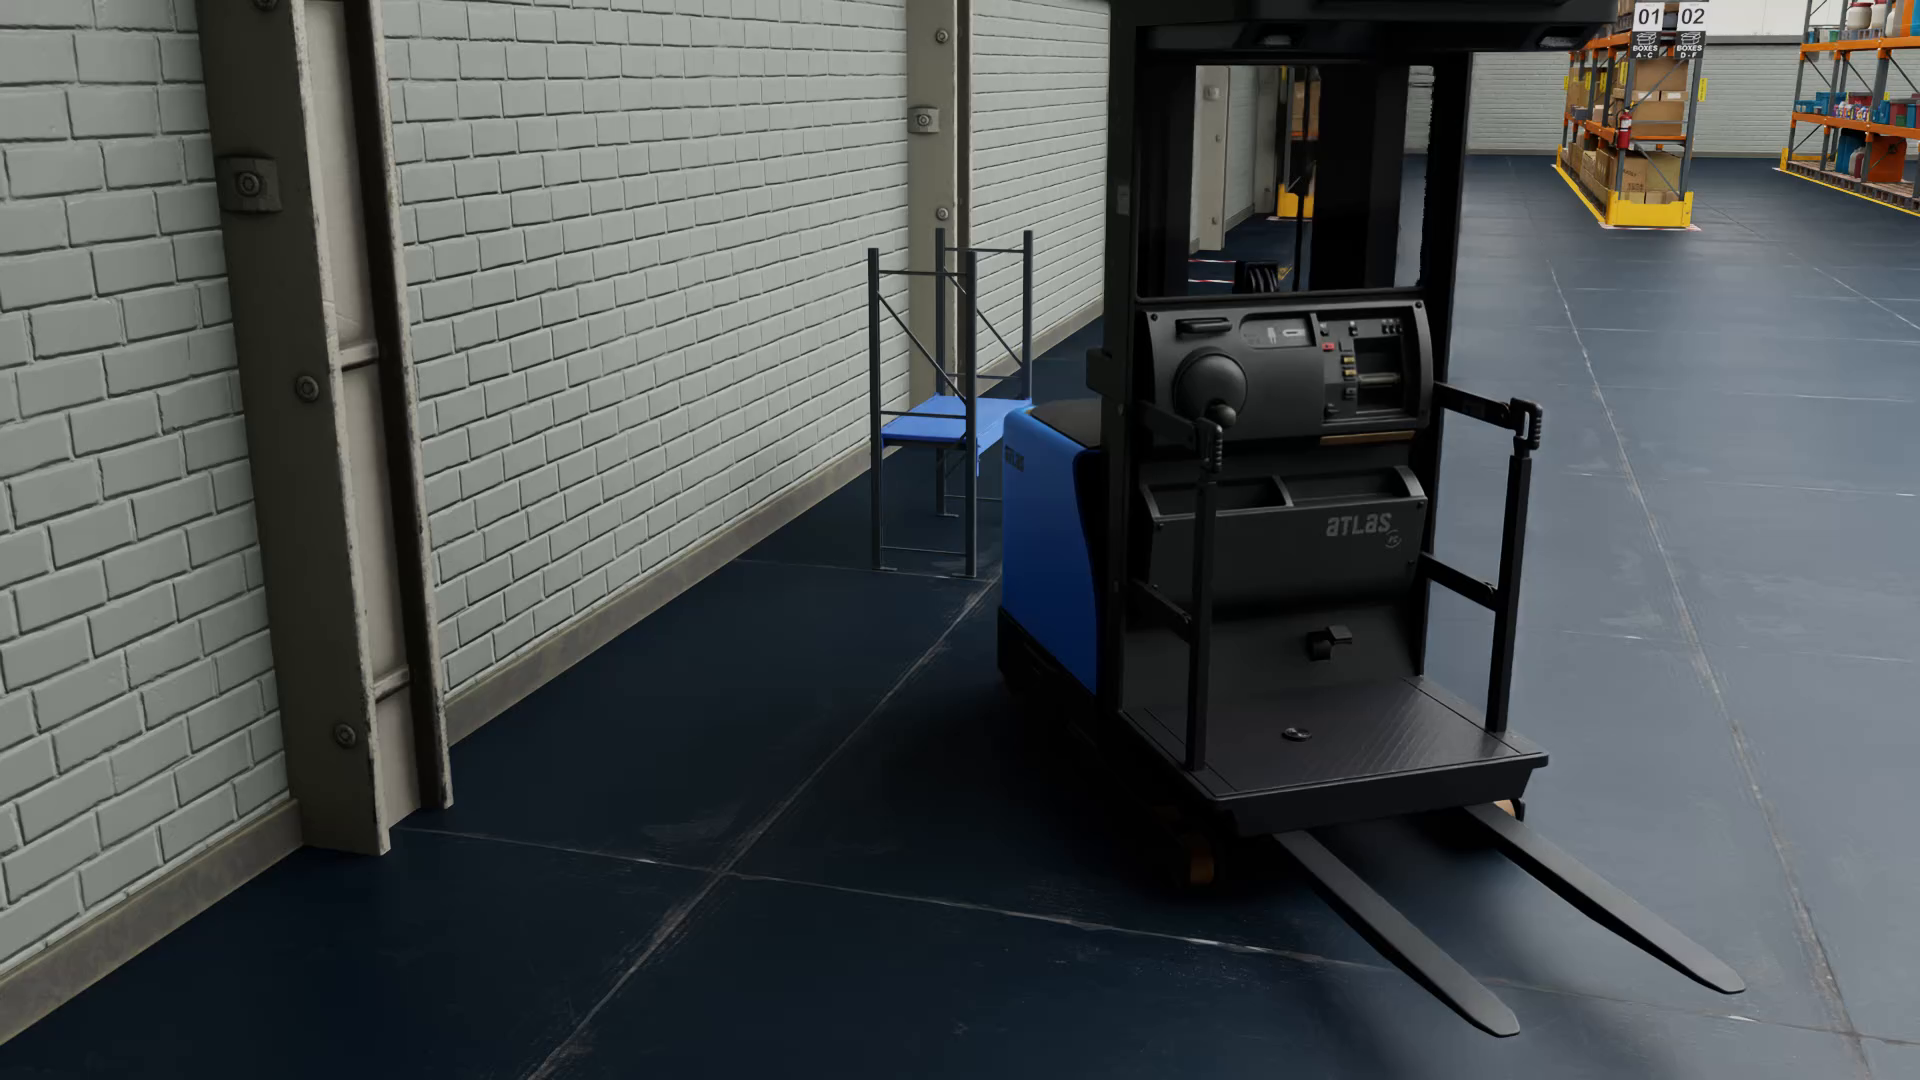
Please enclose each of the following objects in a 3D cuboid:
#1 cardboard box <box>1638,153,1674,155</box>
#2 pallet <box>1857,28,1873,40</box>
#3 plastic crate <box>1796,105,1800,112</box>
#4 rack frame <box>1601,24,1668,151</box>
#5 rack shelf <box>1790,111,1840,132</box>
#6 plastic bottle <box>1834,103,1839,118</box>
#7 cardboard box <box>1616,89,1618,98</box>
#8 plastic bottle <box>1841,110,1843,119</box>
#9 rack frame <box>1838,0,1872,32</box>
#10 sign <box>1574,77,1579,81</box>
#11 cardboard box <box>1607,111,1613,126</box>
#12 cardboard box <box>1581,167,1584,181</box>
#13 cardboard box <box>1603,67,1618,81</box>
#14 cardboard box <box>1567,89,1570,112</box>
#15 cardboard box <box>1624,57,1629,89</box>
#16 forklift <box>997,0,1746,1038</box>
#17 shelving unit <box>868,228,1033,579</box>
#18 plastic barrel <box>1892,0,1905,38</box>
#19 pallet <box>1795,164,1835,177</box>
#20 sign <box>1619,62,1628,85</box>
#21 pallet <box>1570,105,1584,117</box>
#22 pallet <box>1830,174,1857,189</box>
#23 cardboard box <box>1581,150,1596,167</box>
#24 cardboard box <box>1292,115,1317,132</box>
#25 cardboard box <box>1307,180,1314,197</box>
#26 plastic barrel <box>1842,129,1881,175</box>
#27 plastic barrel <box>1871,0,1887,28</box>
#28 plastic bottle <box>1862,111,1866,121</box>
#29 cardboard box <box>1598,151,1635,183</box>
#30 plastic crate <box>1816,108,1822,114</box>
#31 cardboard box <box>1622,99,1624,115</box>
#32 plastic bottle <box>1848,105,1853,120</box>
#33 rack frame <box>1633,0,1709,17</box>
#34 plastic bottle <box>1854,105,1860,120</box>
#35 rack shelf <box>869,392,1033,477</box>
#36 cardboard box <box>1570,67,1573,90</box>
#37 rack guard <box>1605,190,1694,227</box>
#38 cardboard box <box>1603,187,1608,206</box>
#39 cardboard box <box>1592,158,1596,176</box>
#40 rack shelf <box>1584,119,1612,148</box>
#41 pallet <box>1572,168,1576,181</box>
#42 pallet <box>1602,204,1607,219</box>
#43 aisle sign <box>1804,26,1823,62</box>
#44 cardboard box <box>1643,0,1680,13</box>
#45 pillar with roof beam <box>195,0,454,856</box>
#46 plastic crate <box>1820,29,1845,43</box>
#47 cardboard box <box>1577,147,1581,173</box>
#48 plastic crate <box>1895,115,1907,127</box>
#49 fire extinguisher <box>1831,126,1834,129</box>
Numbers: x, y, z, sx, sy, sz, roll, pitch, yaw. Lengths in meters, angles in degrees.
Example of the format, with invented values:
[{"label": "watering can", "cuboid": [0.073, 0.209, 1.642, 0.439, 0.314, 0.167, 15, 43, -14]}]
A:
[{"label": "cardboard box", "cuboid": [11.166, -5.960, 26.739, 0.500, 0.500, 0.500, 5, 16, 16]}, {"label": "pallet", "cuboid": [18.082, -9.801, 32.237, 1.003, 0.211, 1.213, 5, 16, 16]}, {"label": "plastic crate", "cuboid": [19.110, -9.791, 37.724, 0.250, 0.136, 0.298, 5, 16, 16]}, {"label": "rack frame", "cuboid": [11.509, -7.251, 28.396, 1.000, 3.000, 0.127, 5, 16, 16]}, {"label": "rack shelf", "cuboid": [19.098, -9.136, 36.360, 1.077, 0.370, 4.000, 5, 16, 16]}, {"label": "plastic bottle", "cuboid": [17.979, -8.805, 34.089, 0.061, 0.283, 0.133, 5, 16, 16]}, {"label": "cardboard box", "cuboid": [11.030, -7.354, 27.387, 0.380, 0.149, 0.250, 4, 16, 15]}, {"label": "plastic bottle", "cuboid": [17.815, -8.597, 33.505, 0.097, 0.201, 0.097, 0, 16, 0]}, {"label": "rack frame", "cuboid": [18.530, -11.845, 33.599, 1.000, 3.000, 0.127, 5, 16, 16]}, {"label": "sign", "cuboid": [13.260, -9.800, 35.798, 0.100, 0.325, 0.005, 5, 16, 16]}, {"label": "cardboard box", "cuboid": [11.582, -7.430, 29.276, 0.396, 0.266, 0.258, 4, 16, 15]}, {"label": "cardboard box", "cuboid": [12.073, -6.931, 31.537, 0.500, 0.250, 0.500, 4, 16, 14]}, {"label": "cardboard box", "cuboid": [14.186, -9.974, 35.983, 0.500, 0.500, 0.500, 5, 17, 17]}, {"label": "cardboard box", "cuboid": [14.398, -10.207, 38.636, 0.500, 0.500, 0.500, 4, 16, 15]}, {"label": "cardboard box", "cuboid": [10.961, -7.413, 26.406, 0.700, 0.500, 0.500, 5, 16, 16]}, {"label": "forklift", "cuboid": [1.061, -0.525, 4.808, 1.130, 2.935, 3.031, -5, 17, -16]}, {"label": "shelving unit", "cuboid": [-0.024, -0.699, 8.046, 0.538, 1.500, 1.048, 5, 16, 16]}, {"label": "plastic barrel", "cuboid": [16.952, -9.398, 29.552, 0.600, 0.901, 0.600, 0, 16, 0]}, {"label": "pallet", "cuboid": [19.047, -8.133, 36.616, 1.003, 0.211, 1.213, 5, 16, 16]}, {"label": "sign", "cuboid": [9.856, -6.921, 24.677, 0.100, 0.325, 0.005, 5, 16, 16]}, {"label": "pallet", "cuboid": [13.450, -9.051, 35.094, 1.003, 0.211, 1.213, 5, 16, 16]}, {"label": "pallet", "cuboid": [17.926, -7.098, 32.969, 1.003, 0.211, 1.213, 5, 16, 16]}, {"label": "cardboard box", "cuboid": [12.215, -7.332, 31.924, 0.500, 0.311, 0.500, 5, 17, 18]}, {"label": "cardboard box", "cuboid": [5.568, -6.662, 26.559, 0.500, 0.250, 0.500, 5, 17, 17]}, {"label": "cardboard box", "cuboid": [5.904, -5.680, 26.978, 0.500, 0.311, 0.500, 3, 16, 10]}, {"label": "plastic barrel", "cuboid": [18.158, -7.825, 33.496, 0.600, 0.901, 0.708, 5, 16, 16]}, {"label": "plastic barrel", "cuboid": [17.753, -10.098, 31.919, 0.433, 0.535, 0.433, 0, 16, 0]}, {"label": "plastic bottle", "cuboid": [17.243, -8.070, 31.649, 0.097, 0.201, 0.097, 0, 16, 0]}, {"label": "cardboard box", "cuboid": [10.793, -6.132, 27.347, 0.500, 0.500, 0.500, 5, 16, 16]}, {"label": "plastic crate", "cuboid": [18.591, -9.169, 35.553, 0.437, 0.125, 0.590, 5, 16, 16]}, {"label": "cardboard box", "cuboid": [10.954, -6.779, 26.549, 0.700, 0.500, 0.500, 5, 17, 18]}, {"label": "plastic bottle", "cuboid": [17.617, -8.449, 32.855, 0.097, 0.271, 0.097, 0, 16, 0]}, {"label": "rack frame", "cuboid": [10.372, -9.090, 23.888, 1.000, 3.000, 0.127, 5, 16, 16]}, {"label": "plastic bottle", "cuboid": [17.424, -8.294, 32.288, 0.061, 0.283, 0.133, 5, 16, 16]}, {"label": "rack shelf", "cuboid": [-0.024, -0.526, 8.095, 0.538, 0.185, 1.000, 5, 16, 16]}, {"label": "cardboard box", "cuboid": [14.252, -10.556, 38.033, 0.500, 0.500, 0.500, 5, 17, 17]}, {"label": "rack guard", "cuboid": [10.365, -4.995, 25.025, 1.175, 0.500, 0.348, 5, 16, 16]}, {"label": "cardboard box", "cuboid": [10.372, -5.379, 26.064, 0.500, 0.250, 0.500, 5, 16, 16]}, {"label": "cardboard box", "cuboid": [11.349, -6.528, 29.089, 0.500, 0.311, 0.500, 5, 16, 16]}, {"label": "rack shelf", "cuboid": [12.077, -7.428, 30.339, 1.077, 0.370, 4.000, 5, 16, 16]}, {"label": "pallet", "cuboid": [13.587, -7.786, 35.395, 1.003, 0.211, 1.213, 5, 16, 16]}, {"label": "pallet", "cuboid": [10.549, -5.066, 25.804, 1.003, 0.211, 1.213, 5, 16, 16]}, {"label": "aisle sign", "cuboid": [19.402, -11.298, 37.900, 0.394, 0.787, 0.004, 5, 16, 16]}, {"label": "cardboard box", "cuboid": [10.539, -8.116, 24.736, 0.797, 0.503, 0.637, 6, 17, 20]}, {"label": "pillar with roof beam", "cuboid": [2.298, -3.111, 2.807, 9.100, 9.000, 0.400, 5, 16, 16]}, {"label": "plastic crate", "cuboid": [18.741, -10.835, 35.754, 0.437, 0.282, 0.530, 5, 16, 16]}, {"label": "cardboard box", "cuboid": [12.833, -7.705, 33.771, 0.500, 0.500, 0.500, 4, 16, 14]}, {"label": "plastic crate", "cuboid": [16.481, -7.241, 28.751, 0.450, 0.188, 0.662, 5, 16, 16]}, {"label": "fire extinguisher", "cuboid": [20.145, -9.793, 38.183, 0.296, 0.674, 0.183, 5, 16, 16]}]
